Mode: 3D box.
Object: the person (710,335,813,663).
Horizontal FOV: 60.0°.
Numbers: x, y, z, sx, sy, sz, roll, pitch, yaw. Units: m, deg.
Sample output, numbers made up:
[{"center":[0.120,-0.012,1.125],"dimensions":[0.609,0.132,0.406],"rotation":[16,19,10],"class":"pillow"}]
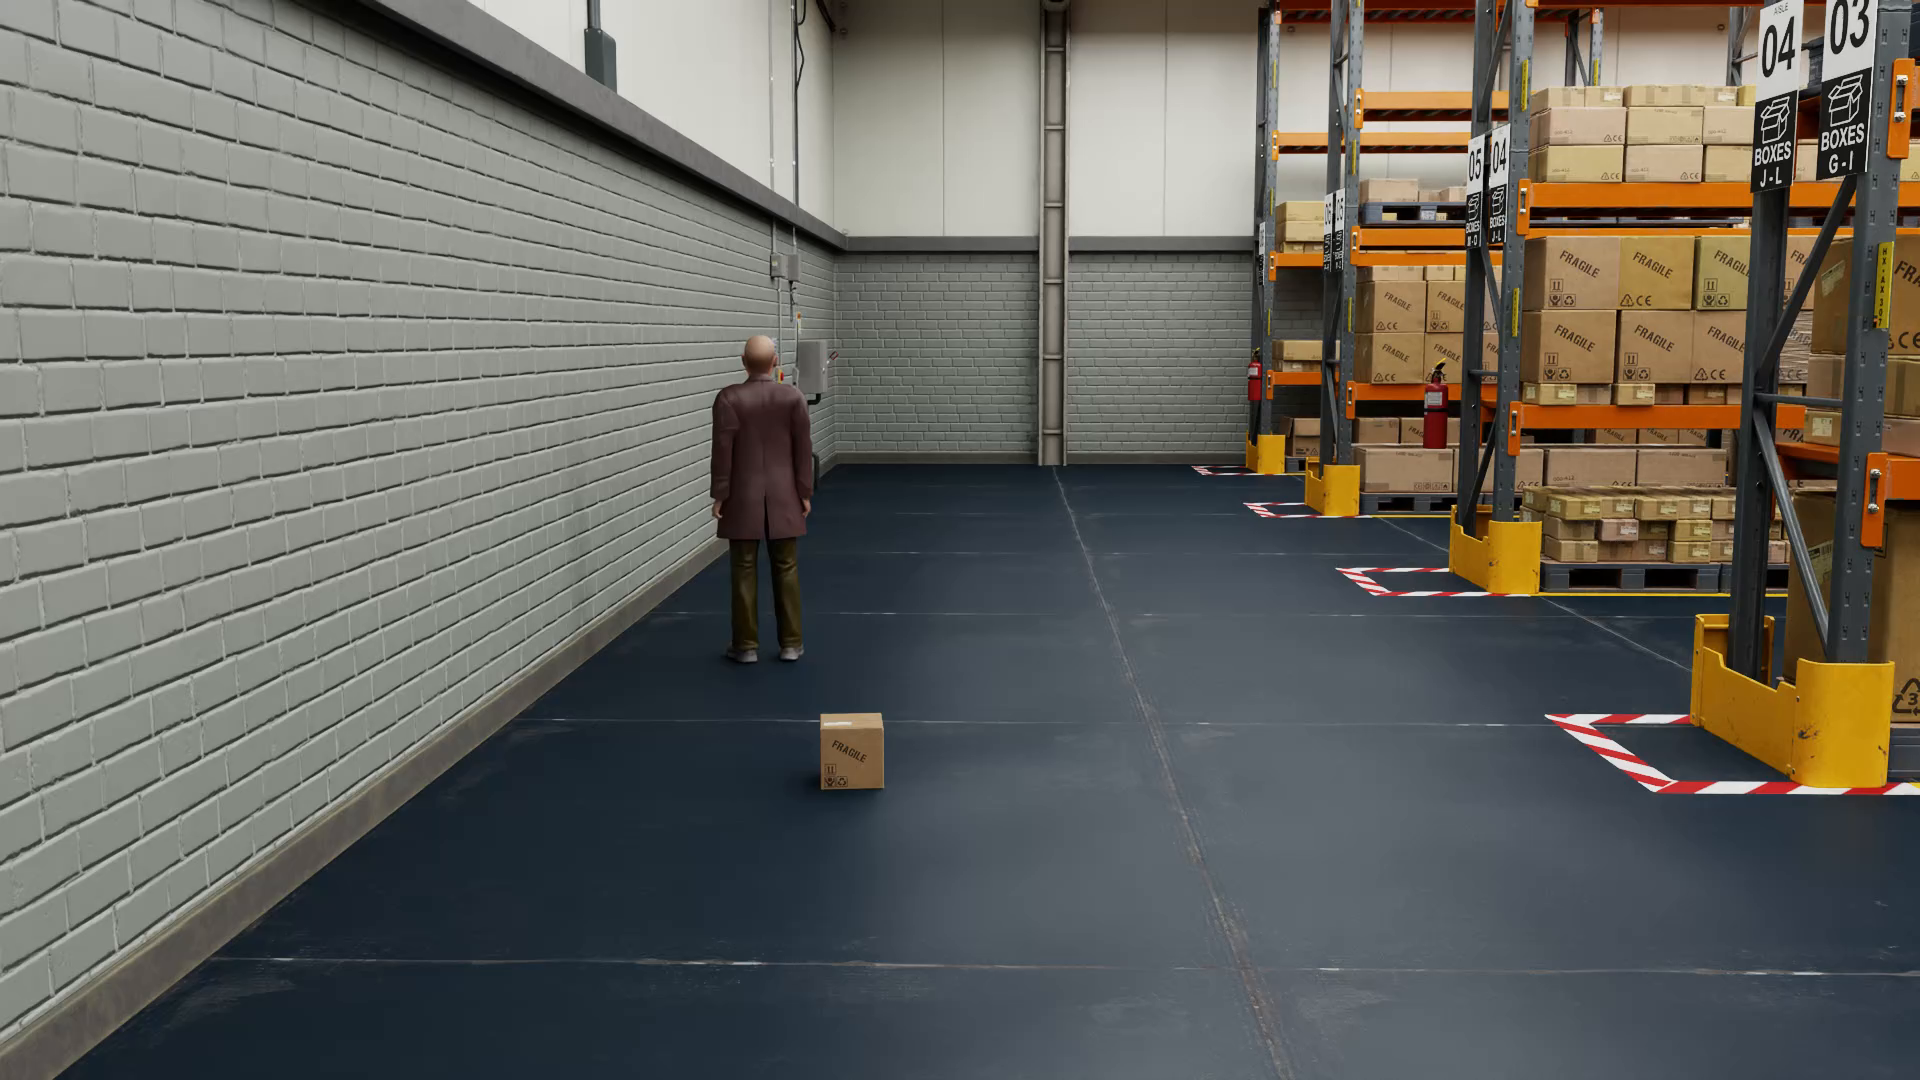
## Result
[{"center":[-1.095,-0.230,9.142],"dimensions":[0.566,1.783,0.377],"rotation":[-2,7,-14],"class":"person"}]
